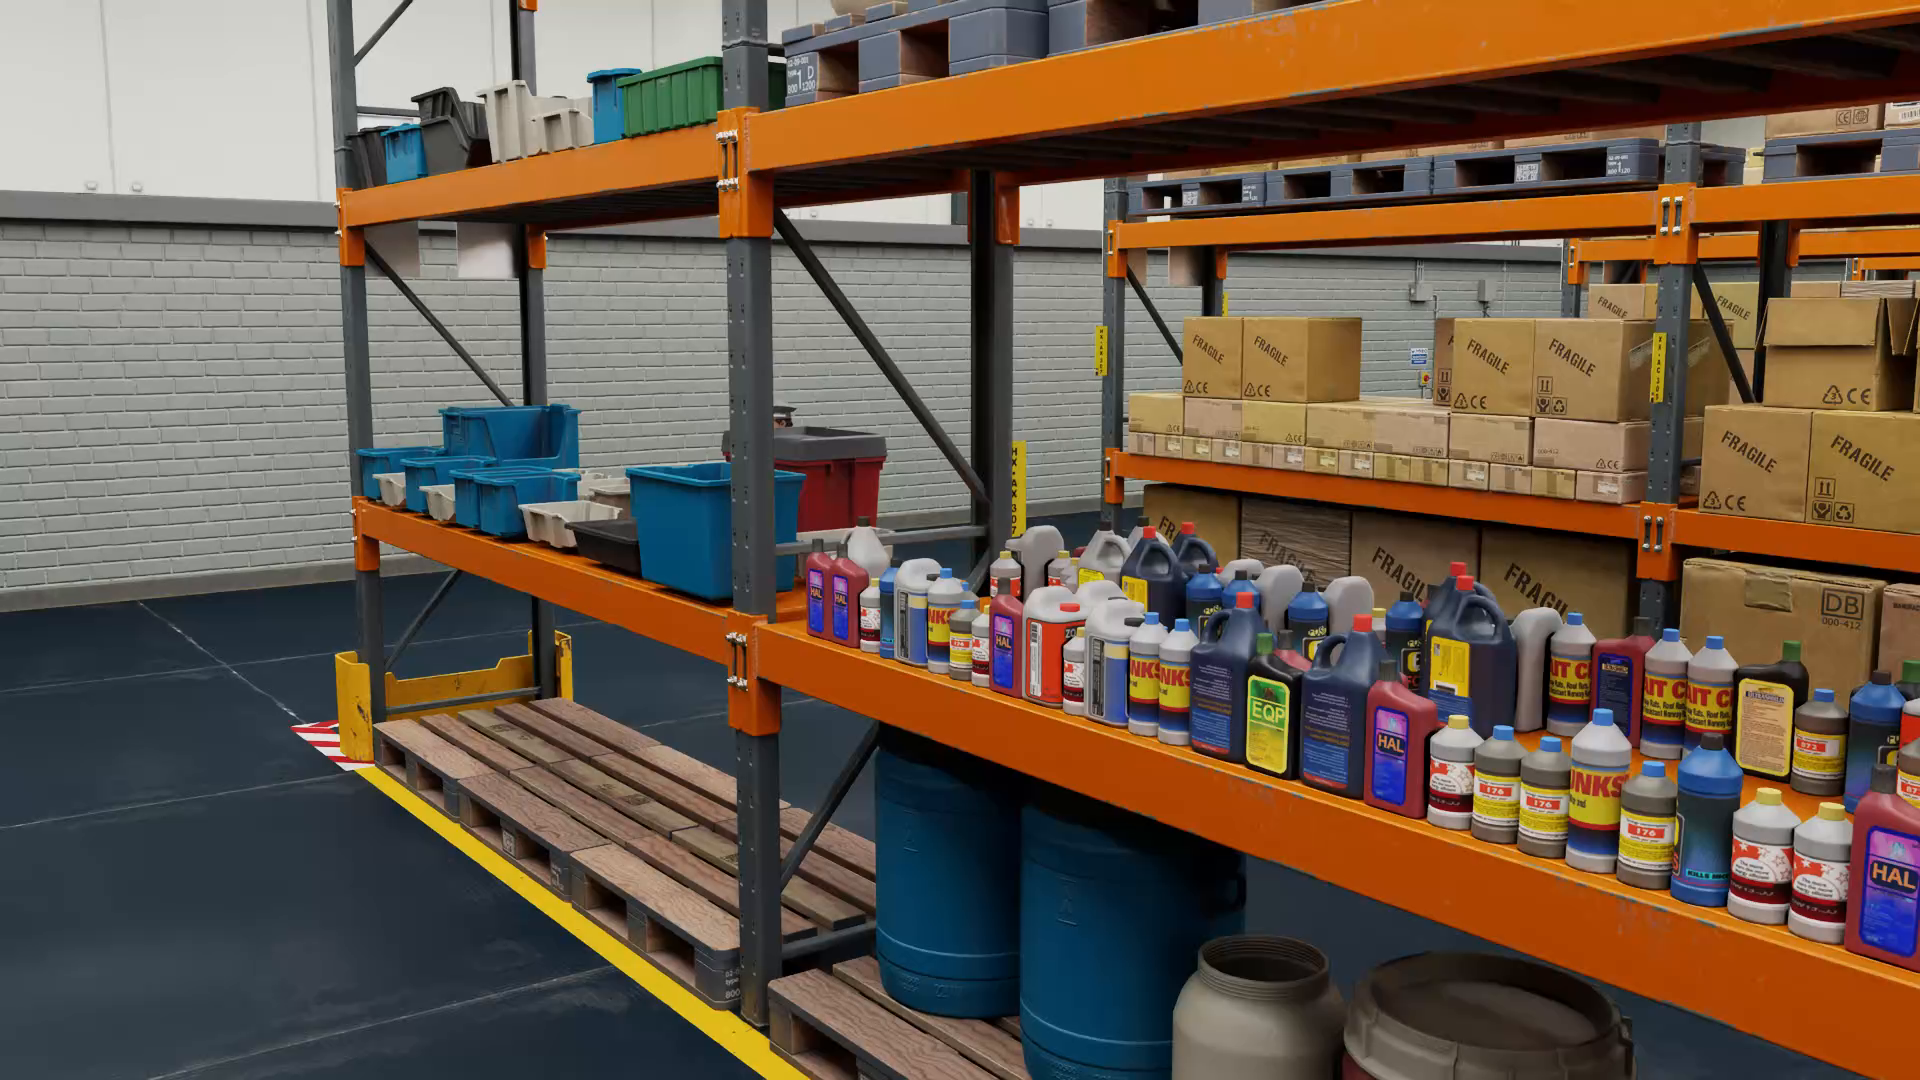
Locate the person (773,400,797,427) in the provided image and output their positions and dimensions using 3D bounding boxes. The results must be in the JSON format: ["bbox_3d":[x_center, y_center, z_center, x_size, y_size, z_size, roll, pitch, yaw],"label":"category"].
[{"bbox_3d":[-1.176,-0.095,10.978,0.375,1.664,0.546,-7,10,-39],"label":"person"}]
